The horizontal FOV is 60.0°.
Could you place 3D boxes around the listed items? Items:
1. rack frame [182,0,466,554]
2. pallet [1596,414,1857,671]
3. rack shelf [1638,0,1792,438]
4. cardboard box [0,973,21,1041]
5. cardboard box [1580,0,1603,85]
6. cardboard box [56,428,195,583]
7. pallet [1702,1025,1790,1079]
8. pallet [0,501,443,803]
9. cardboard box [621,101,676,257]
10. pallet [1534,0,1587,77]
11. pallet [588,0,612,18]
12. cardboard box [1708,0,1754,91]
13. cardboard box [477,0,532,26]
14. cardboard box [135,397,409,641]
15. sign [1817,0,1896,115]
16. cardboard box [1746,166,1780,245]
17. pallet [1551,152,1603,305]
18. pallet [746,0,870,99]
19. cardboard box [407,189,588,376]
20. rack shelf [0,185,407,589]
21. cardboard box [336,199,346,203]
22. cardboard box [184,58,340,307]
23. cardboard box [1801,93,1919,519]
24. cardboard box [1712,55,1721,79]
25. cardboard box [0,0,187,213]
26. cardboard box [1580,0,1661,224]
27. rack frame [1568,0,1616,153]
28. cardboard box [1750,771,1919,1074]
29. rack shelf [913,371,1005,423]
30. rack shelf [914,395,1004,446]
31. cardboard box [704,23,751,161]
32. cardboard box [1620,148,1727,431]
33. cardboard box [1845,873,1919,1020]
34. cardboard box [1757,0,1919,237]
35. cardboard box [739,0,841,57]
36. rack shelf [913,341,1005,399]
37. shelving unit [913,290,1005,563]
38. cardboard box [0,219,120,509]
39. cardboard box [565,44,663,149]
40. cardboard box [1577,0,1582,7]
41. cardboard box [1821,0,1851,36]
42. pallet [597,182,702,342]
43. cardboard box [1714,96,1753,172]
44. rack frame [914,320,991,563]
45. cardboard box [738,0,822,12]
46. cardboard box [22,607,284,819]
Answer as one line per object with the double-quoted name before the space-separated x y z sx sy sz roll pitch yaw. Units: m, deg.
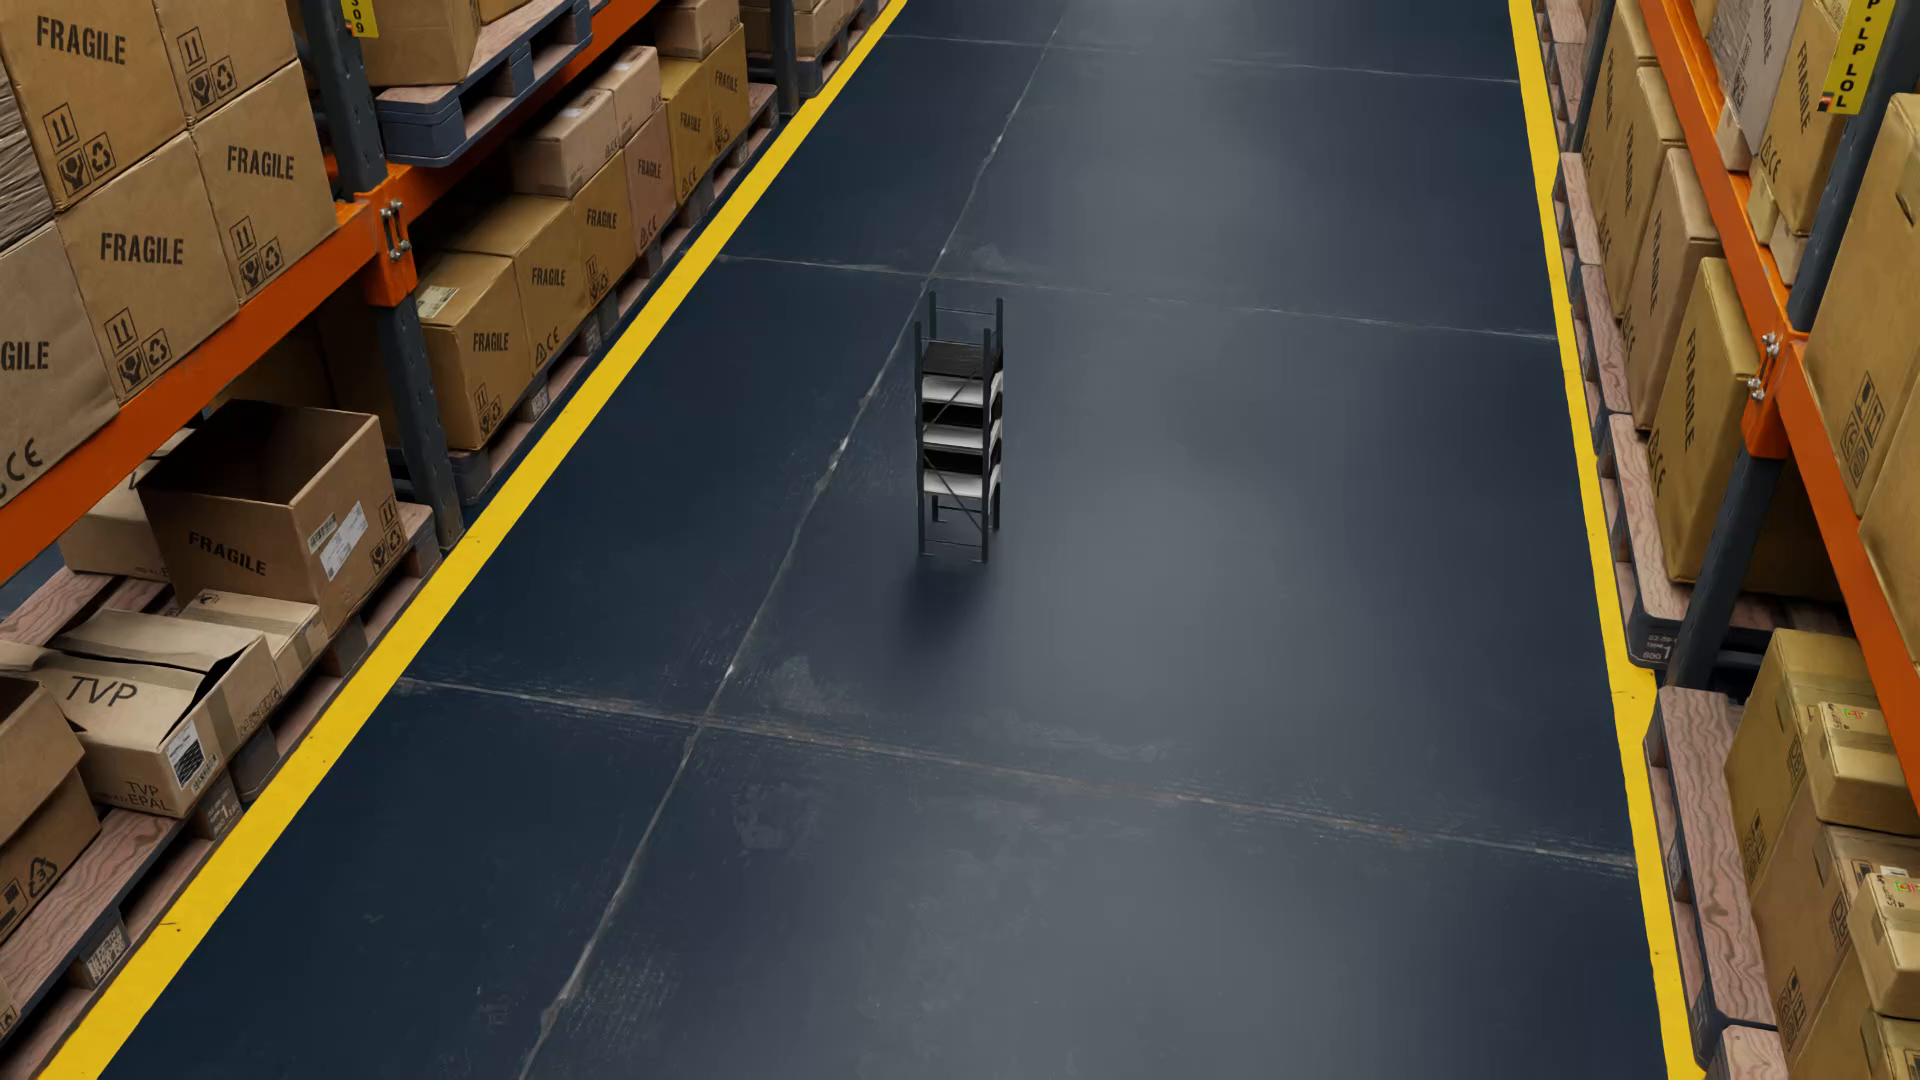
"rack frame" -2.219 -1.267 4.941 1.000 3.000 0.127 7 37 10
"pallet" 2.712 0.030 5.529 1.003 0.211 1.213 7 37 10
"rack shelf" 3.048 -1.503 5.881 1.077 0.370 4.000 7 37 10
"cardboard box" -2.467 1.112 3.627 0.500 0.250 0.500 7 37 10
"cardboard box" 3.578 -2.526 8.435 0.700 0.500 0.500 8 37 11
"cardboard box" -2.520 -0.142 5.307 0.500 0.311 0.500 7 37 10
"pallet" 2.124 1.609 3.350 1.003 0.211 1.213 7 37 10
"pallet" -2.367 0.256 5.217 1.003 0.211 1.213 7 37 10
"cardboard box" -1.552 -1.562 7.104 0.500 0.500 0.500 6 36 8
"pallet" 3.907 -2.957 9.650 1.003 0.211 1.213 7 37 10
"pallet" -1.776 -2.367 6.623 1.003 0.211 1.213 7 37 10
"cardboard box" 2.688 -1.694 5.175 0.500 0.500 0.500 7 37 10
"cardboard box" -1.814 -2.123 5.680 0.700 0.500 0.500 13 38 17
"cardboard box" -2.064 -0.070 5.046 0.500 0.500 0.500 7 37 10
"sign" 2.089 -1.147 3.857 0.100 0.325 0.005 7 37 10
"cardboard box" 2.448 -0.931 4.676 0.380 0.149 0.250 8 37 11
"pallet" 3.233 -1.369 7.459 1.003 0.211 1.213 7 37 10
"pallet" -1.151 -2.898 9.568 1.003 0.211 1.213 7 37 10
"cardboard box" -1.775 -0.986 6.310 0.500 0.500 0.500 8 37 11
"rack shelf" -2.646 0.171 3.571 1.077 0.370 4.000 7 37 10
"cardboard box" -2.280 -1.034 6.375 0.500 0.500 0.500 7 37 10
"cardboard box" -2.075 -0.988 4.472 0.500 0.500 0.500 8 37 11
"cardboard box" 2.489 -0.460 3.573 0.980 0.700 0.700 8 37 11
"cardboard box" 2.799 -1.657 5.677 0.380 0.149 0.250 8 37 11
"cardboard box" -2.181 -1.095 3.768 0.500 0.500 0.500 7 36 9
"cardboard box" 3.190 -1.835 7.200 0.750 0.750 0.750 7 36 9
"rack frame" 3.475 -2.941 7.252 1.000 3.000 0.127 7 37 10
"cardboard box" 2.251 0.898 3.727 0.700 0.500 0.500 7 37 9
"rack shelf" -0.002 -0.478 5.393 0.258 0.077 0.200 7 37 10
"rack shelf" -0.002 -0.406 5.446 0.258 0.077 0.200 7 37 10
"cardboard box" -1.335 -2.160 7.930 0.500 0.500 0.500 9 37 12
"cardboard box" 2.820 -0.846 5.836 0.750 0.750 0.750 8 37 11
"cardboard box" 1.998 0.820 3.282 0.380 0.149 0.250 6 36 9
"cardboard box" 2.473 -1.113 4.374 0.500 0.500 0.500 7 36 9
"cardboard box" -0.966 -2.880 9.153 0.500 0.250 0.500 7 37 10
"rack shelf" -0.002 -0.551 5.341 0.258 0.077 0.200 7 37 10
"shelving unit" -0.002 -0.360 5.480 0.258 0.900 0.210 7 37 10
"cardboard box" -2.291 -0.398 3.658 0.500 0.500 0.500 8 37 11
"cardboard box" -1.558 -1.844 6.854 0.500 0.250 0.500 7 36 9
"cardboard box" 3.979 -3.386 9.621 0.700 0.500 0.500 8 37 10
"cardboard box" 2.471 -1.420 4.159 0.500 0.250 0.500 8 37 11
"pallet" -1.824 -1.310 7.378 1.003 0.211 1.213 7 37 10
"cardboard box" 2.546 -1.233 5.092 0.380 0.149 0.250 7 37 10
"rack frame" -0.023 -0.301 5.399 0.240 0.900 0.006 7 37 10
"cardboard box" -0.966 -3.107 8.988 0.500 0.311 0.500 9 37 12
"cardboard box" -2.224 0.436 4.508 0.500 0.311 0.500 7 37 10
